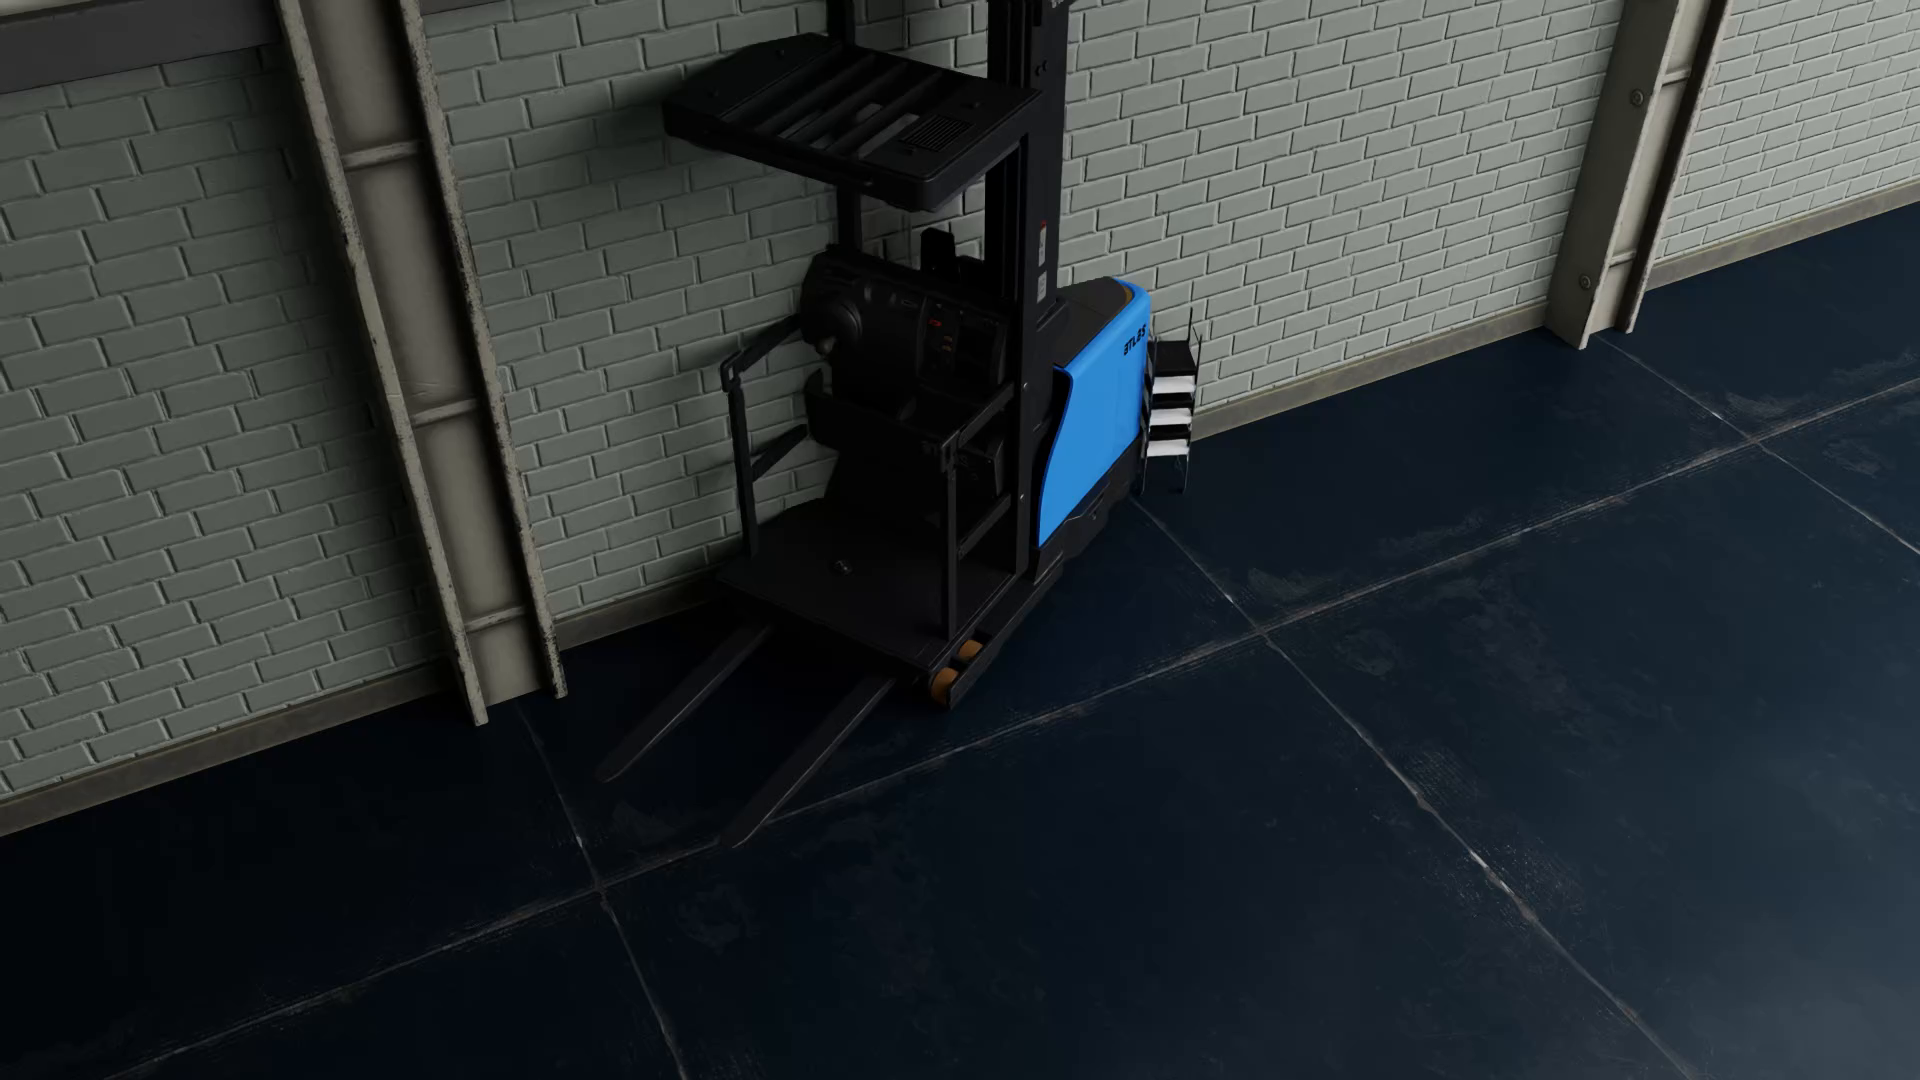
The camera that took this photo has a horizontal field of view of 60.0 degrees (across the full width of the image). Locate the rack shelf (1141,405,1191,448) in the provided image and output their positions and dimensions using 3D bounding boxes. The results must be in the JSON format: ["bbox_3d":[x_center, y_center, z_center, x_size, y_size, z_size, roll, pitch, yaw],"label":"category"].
[{"bbox_3d":[0.968,-0.546,7.878,0.200,0.077,0.258,-3,40,-4],"label":"rack shelf"}]

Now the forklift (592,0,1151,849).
[{"bbox_3d":[-0.330,-0.769,6.379,1.130,2.935,3.031,21,45,23],"label":"forklift"}]

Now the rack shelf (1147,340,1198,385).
[{"bbox_3d":[0.968,-0.821,7.646,0.200,0.077,0.258,-3,40,-4],"label":"rack shelf"}]

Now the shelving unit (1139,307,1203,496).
[{"bbox_3d":[0.968,-0.640,7.799,0.210,0.900,0.258,-3,40,-4],"label":"shelving unit"}]

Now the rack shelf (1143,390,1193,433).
[{"bbox_3d":[0.968,-0.615,7.820,0.200,0.077,0.258,-3,40,-4],"label":"rack shelf"}]

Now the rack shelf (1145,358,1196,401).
[{"bbox_3d":[0.968,-0.752,7.704,0.200,0.077,0.258,-3,40,-4],"label":"rack shelf"}]

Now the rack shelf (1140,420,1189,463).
[{"bbox_3d":[0.968,-0.477,7.937,0.200,0.077,0.258,-3,40,-4],"label":"rack shelf"}]

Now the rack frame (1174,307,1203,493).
[{"bbox_3d":[1.069,-0.646,7.806,0.006,0.900,0.240,-3,40,-4],"label":"rack frame"}]

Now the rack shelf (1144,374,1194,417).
[{"bbox_3d":[0.968,-0.683,7.762,0.200,0.077,0.258,-3,40,-4],"label":"rack shelf"}]

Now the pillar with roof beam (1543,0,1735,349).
[{"bbox_3d":[5.422,-2.138,3.300,0.400,9.000,9.100,-19,44,-21],"label":"pillar with roof beam"}]

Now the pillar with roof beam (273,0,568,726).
[{"bbox_3d":[0.100,-0.348,1.185,0.400,9.000,9.100,-19,44,-21],"label":"pillar with roof beam"}]

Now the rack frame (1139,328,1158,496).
[{"bbox_3d":[0.867,-0.634,7.792,0.006,0.900,0.240,-3,40,-4],"label":"rack frame"}]
